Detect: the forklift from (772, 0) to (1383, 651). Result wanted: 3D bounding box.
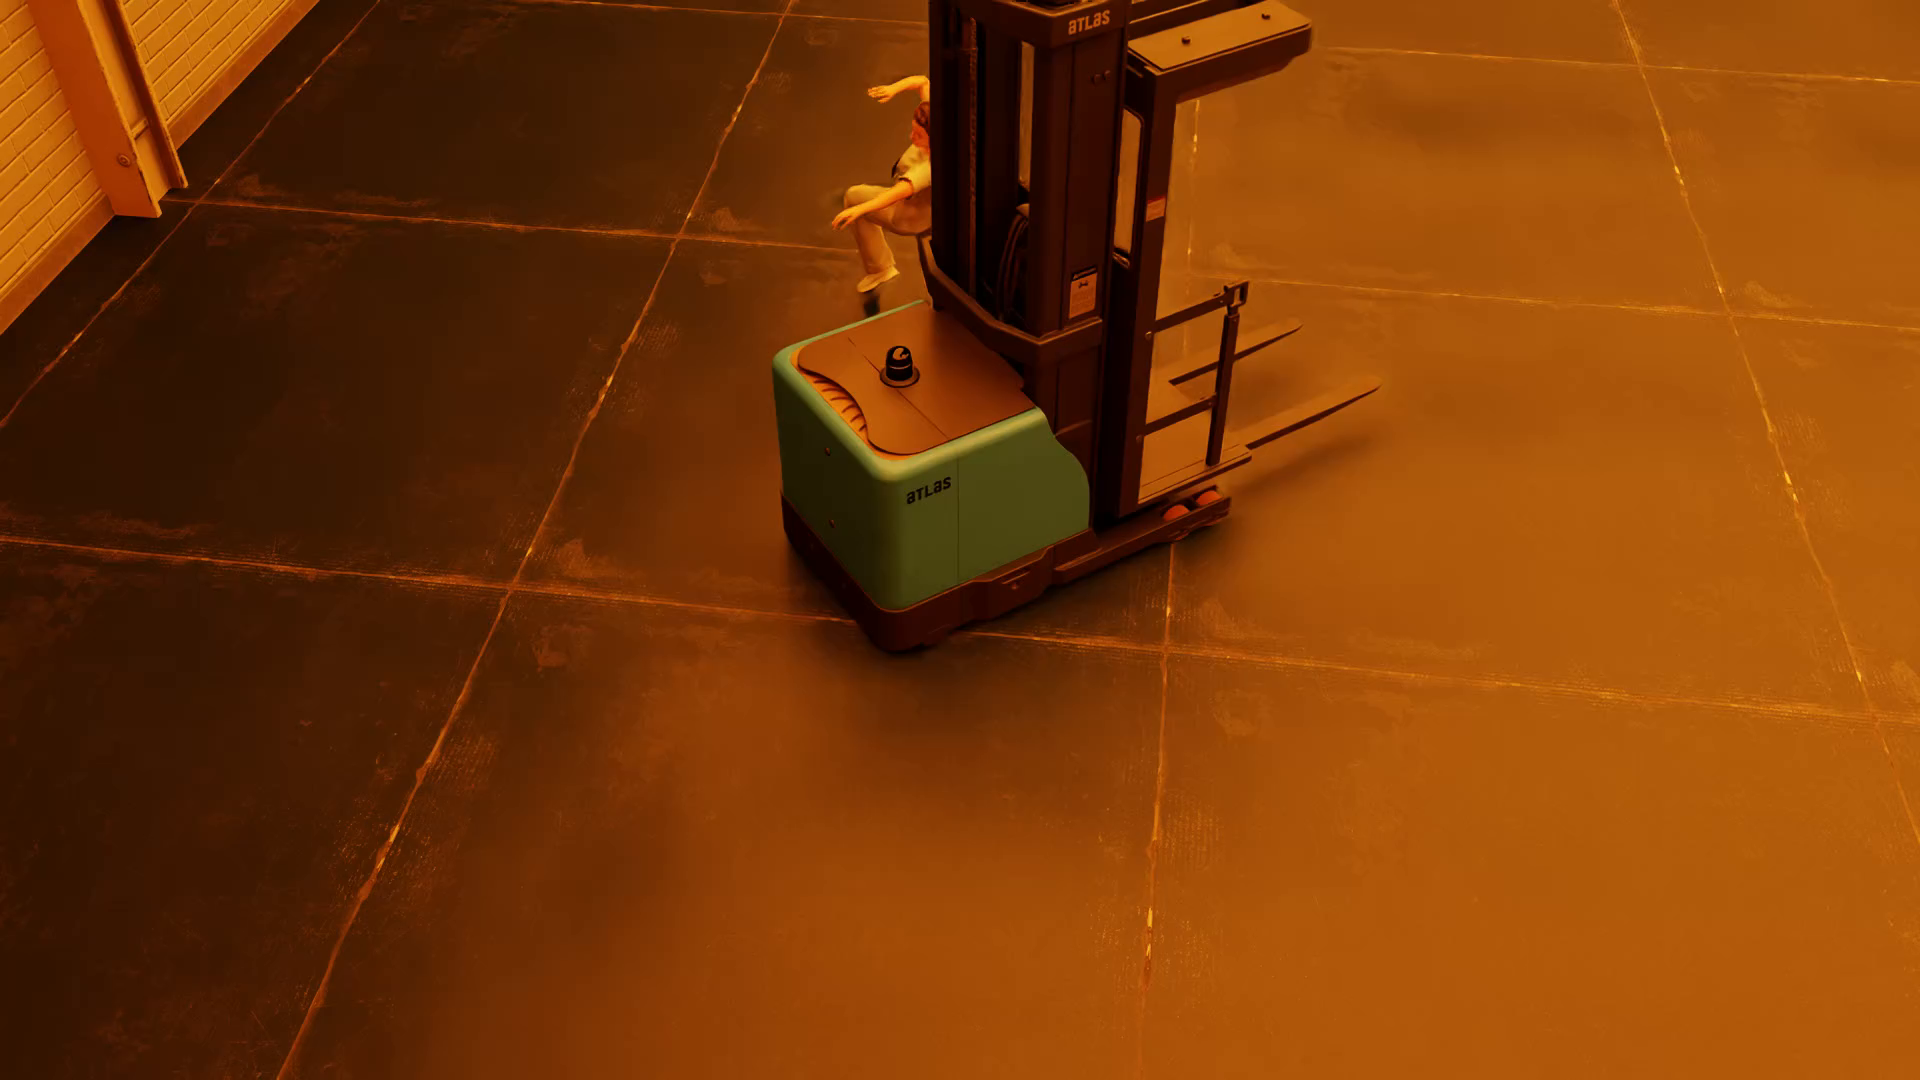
[{"bbox_3d":[0.690,-1.360,7.204,3.031,2.935,1.130,-23,47,-23],"label":"forklift"}]

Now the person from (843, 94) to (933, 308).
[{"bbox_3d":[-0.304,-1.789,8.828,0.535,1.217,0.823,-30,50,-29],"label":"person"}]
